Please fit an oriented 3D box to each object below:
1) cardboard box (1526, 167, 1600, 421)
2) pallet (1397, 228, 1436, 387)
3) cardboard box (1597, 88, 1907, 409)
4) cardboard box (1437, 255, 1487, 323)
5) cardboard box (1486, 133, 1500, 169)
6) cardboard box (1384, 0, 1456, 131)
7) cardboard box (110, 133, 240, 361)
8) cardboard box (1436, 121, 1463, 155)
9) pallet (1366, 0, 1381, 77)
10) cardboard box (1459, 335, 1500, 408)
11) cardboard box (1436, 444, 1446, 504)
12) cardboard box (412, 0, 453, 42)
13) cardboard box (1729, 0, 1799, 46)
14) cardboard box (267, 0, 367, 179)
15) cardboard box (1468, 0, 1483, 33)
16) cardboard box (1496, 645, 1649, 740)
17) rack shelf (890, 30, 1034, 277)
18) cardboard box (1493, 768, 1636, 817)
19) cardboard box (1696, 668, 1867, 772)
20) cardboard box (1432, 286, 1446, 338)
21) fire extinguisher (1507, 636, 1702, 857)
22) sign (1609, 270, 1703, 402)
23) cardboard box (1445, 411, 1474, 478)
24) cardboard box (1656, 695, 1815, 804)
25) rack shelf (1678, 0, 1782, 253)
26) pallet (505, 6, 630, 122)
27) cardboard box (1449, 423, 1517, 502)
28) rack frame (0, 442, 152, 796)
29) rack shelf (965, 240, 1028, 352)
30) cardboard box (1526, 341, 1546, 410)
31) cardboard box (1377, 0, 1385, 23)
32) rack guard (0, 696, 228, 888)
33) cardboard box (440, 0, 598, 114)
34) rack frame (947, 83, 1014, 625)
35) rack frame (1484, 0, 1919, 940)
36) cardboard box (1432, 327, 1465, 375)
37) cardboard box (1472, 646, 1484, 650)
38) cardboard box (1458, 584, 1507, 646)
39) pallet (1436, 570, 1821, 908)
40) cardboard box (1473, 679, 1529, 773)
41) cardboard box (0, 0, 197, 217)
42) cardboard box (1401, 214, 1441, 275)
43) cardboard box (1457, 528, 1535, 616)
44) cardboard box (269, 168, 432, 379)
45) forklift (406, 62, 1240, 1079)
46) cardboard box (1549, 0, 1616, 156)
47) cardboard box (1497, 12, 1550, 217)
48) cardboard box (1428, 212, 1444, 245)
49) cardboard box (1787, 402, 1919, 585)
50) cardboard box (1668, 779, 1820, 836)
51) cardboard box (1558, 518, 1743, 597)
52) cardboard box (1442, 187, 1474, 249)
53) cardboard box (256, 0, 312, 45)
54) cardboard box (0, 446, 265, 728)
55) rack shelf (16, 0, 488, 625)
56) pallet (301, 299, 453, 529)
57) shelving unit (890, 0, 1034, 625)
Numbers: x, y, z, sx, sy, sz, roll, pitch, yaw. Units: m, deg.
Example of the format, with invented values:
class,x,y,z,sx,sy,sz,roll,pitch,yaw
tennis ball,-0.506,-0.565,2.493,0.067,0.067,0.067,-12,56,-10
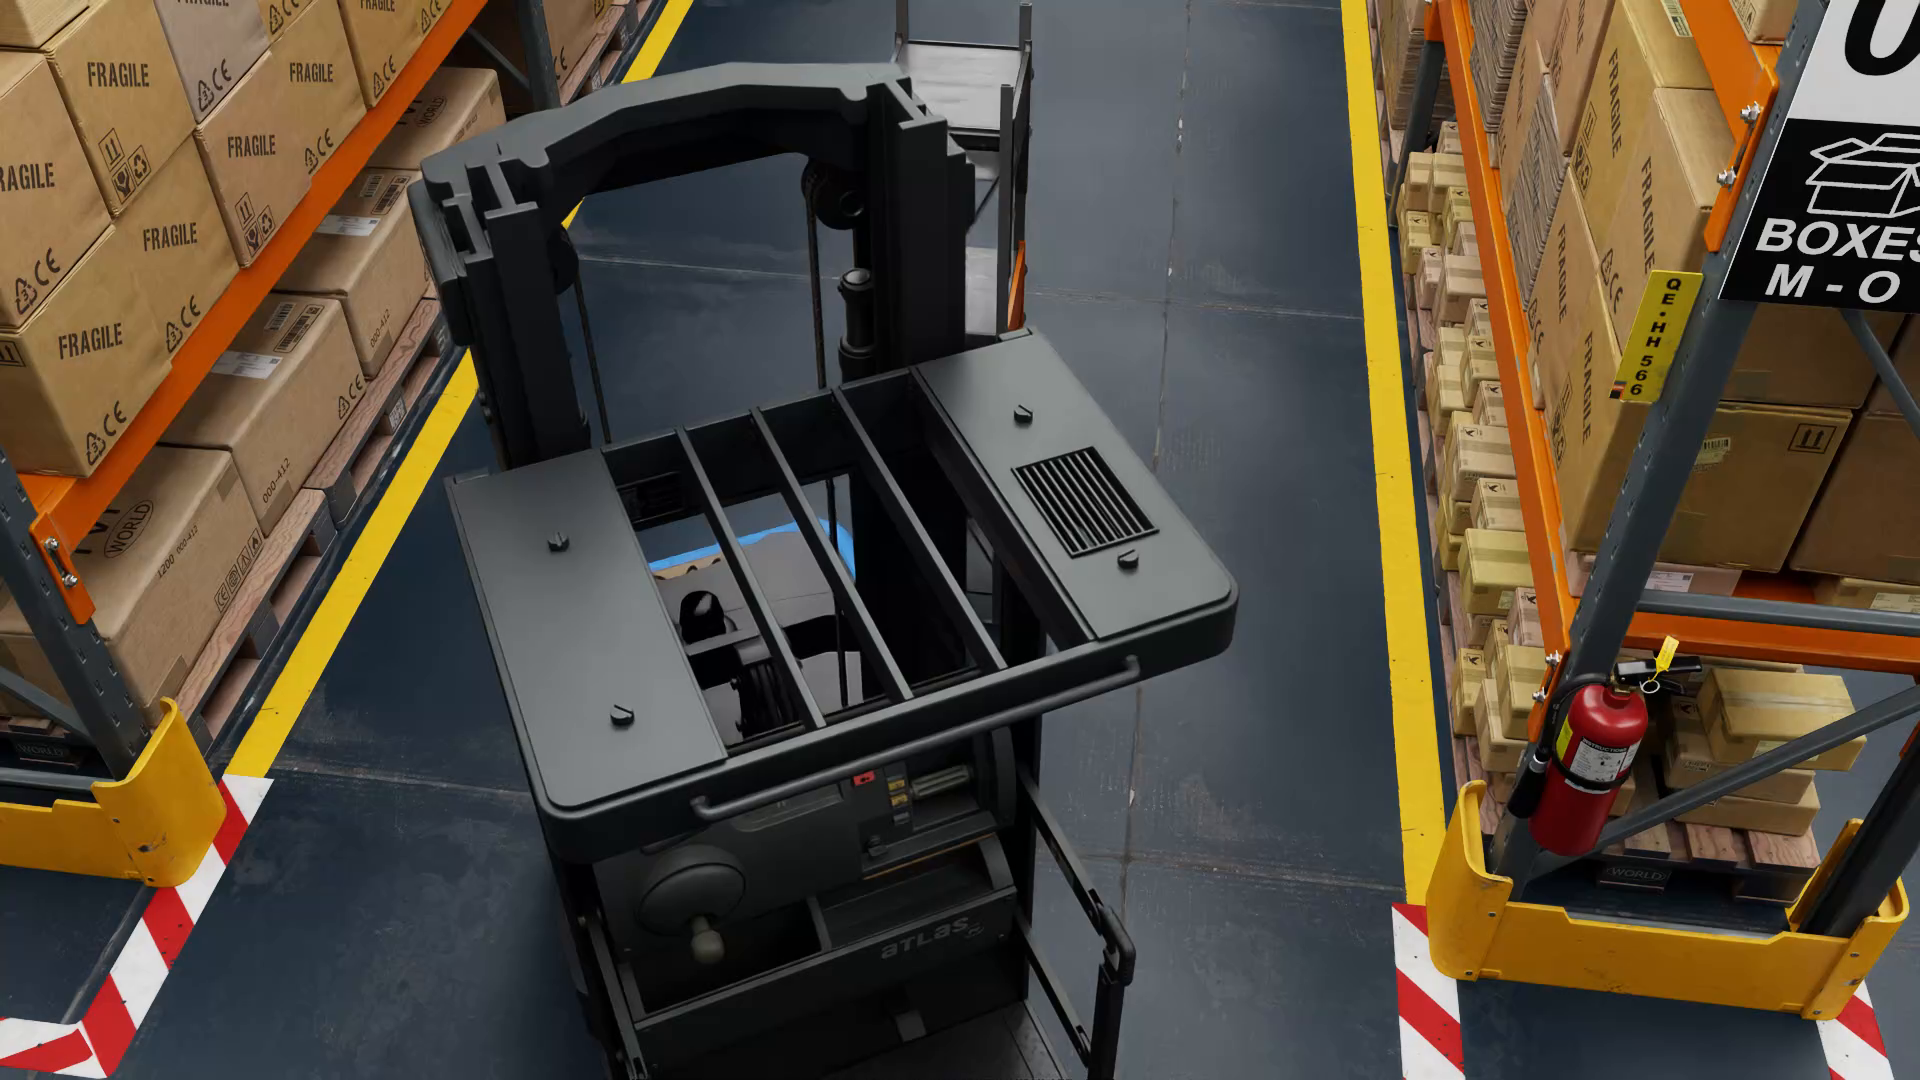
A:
class,x,y,z,sx,sy,sz,roll,pitch,yaw
cardboard box,1.860,-0.642,4.458,0.500,0.500,0.500,5,44,5
pallet,2.458,-1.070,7.227,1.003,0.211,1.213,5,44,6
cardboard box,1.797,-0.660,3.749,0.500,0.500,0.500,4,44,5
cardboard box,2.055,-0.956,6.414,0.380,0.149,0.250,6,44,6
cardboard box,2.024,-1.387,5.716,0.380,0.149,0.250,7,44,7
cardboard box,2.360,-2.316,8.027,0.500,0.500,0.500,4,44,5
cardboard box,-2.550,-0.883,4.929,0.500,0.500,0.500,5,44,5
cardboard box,2.261,-1.661,7.158,0.380,0.149,0.250,7,44,7
pallet,2.772,-2.896,9.155,1.003,0.211,1.213,5,44,6
cardboard box,2.029,-0.598,6.036,0.380,0.149,0.250,5,44,6
cardboard box,1.947,-0.203,6.051,0.380,0.149,0.250,6,44,6
cardboard box,-2.279,-2.271,6.394,0.500,0.500,0.500,4,44,4
cardboard box,1.781,-1.187,3.249,0.500,0.250,0.500,4,44,5
cardboard box,-2.415,-1.571,5.655,0.500,0.500,0.500,7,44,7
cardboard box,2.138,-2.036,5.929,0.500,0.500,0.500,5,44,5
cardboard box,1.802,0.465,4.913,0.380,0.149,0.250,6,44,6
rack shelf,-0.022,-1.148,4.937,0.431,0.518,0.480,5,44,6
cardboard box,1.846,0.687,5.111,0.380,0.149,0.250,6,44,6
cardboard box,2.389,0.523,4.852,0.380,0.149,0.250,3,44,4
cardboard box,2.145,-0.909,6.797,0.380,0.149,0.250,4,44,5
fire extinguisher,1.492,0.475,3.894,0.296,0.674,0.183,5,44,6
sign,1.435,-0.417,3.437,0.100,0.325,0.005,5,44,6
cardboard box,1.945,-0.310,5.948,0.380,0.149,0.250,7,44,8
cardboard box,2.307,0.623,4.962,0.380,0.149,0.250,7,44,7
rack shelf,2.247,-2.009,4.531,1.077,0.370,4.000,5,44,6
pallet,-2.381,-2.445,8.679,1.003,0.211,1.213,5,44,6
cardboard box,1.878,-0.248,5.665,0.380,0.149,0.250,7,44,7
rack frame,-2.937,-0.199,4.278,1.000,3.000,0.127,5,44,6
rack shelf,-0.022,-0.640,5.418,0.431,0.518,0.480,5,44,6
cardboard box,1.845,-0.489,4.767,0.380,0.149,0.250,6,44,7
cardboard box,2.500,-3.015,8.765,0.500,0.500,0.500,4,44,5
rack guard,-2.940,0.725,5.121,1.175,0.500,0.348,5,44,6
cardboard box,-2.406,-2.736,8.197,0.875,0.875,0.875,6,44,7
rack frame,-0.054,-0.483,5.233,0.400,2.100,0.015,5,44,6
rack frame,1.983,0.182,3.876,1.000,3.000,0.127,5,44,6
cardboard box,2.011,-0.666,6.323,0.380,0.149,0.250,5,44,5
cardboard box,1.900,0.331,5.487,0.380,0.149,0.250,5,44,5
cardboard box,1.837,0.217,5.391,0.380,0.149,0.250,4,44,4
pallet,2.135,0.593,5.471,1.003,0.211,1.213,5,44,6
cardboard box,1.770,0.571,5.017,0.380,0.149,0.250,4,44,4
cardboard box,-2.530,-1.252,4.591,0.500,0.500,0.500,4,44,4
cardboard box,2.110,-1.261,7.168,0.380,0.149,0.250,6,44,7
cardboard box,1.800,0.111,5.286,0.380,0.149,0.250,4,44,5
cardboard box,-2.715,-1.119,6.808,0.875,0.438,0.875,4,44,4
forklift,-0.235,0.691,3.388,1.130,2.935,3.031,-16,46,-17
cardboard box,1.924,-1.360,4.489,0.500,0.500,0.500,7,44,8
cardboard box,1.994,-1.328,5.181,0.500,0.500,0.500,7,44,8
cardboard box,2.202,-1.371,7.068,0.380,0.149,0.250,6,44,6
cardboard box,2.316,-0.243,4.036,0.500,0.500,0.500,7,44,7
cardboard box,2.370,0.737,5.058,0.380,0.149,0.250,6,44,6
cardboard box,1.746,0.026,4.224,0.380,0.149,0.250,5,44,6
cardboard box,2.181,-1.302,6.779,0.380,0.149,0.250,5,44,5
cardboard box,-2.404,-1.944,5.321,0.500,0.500,0.500,5,44,6
cardboard box,-2.949,0.120,5.500,0.875,0.438,0.875,4,44,4
rack shelf,-2.673,-1.301,5.965,1.077,0.370,4.000,5,44,6
pallet,-2.745,-0.567,6.696,1.003,0.211,1.213,5,44,6
shelving unit,-0.022,-0.650,5.409,0.431,2.100,0.503,5,44,6
